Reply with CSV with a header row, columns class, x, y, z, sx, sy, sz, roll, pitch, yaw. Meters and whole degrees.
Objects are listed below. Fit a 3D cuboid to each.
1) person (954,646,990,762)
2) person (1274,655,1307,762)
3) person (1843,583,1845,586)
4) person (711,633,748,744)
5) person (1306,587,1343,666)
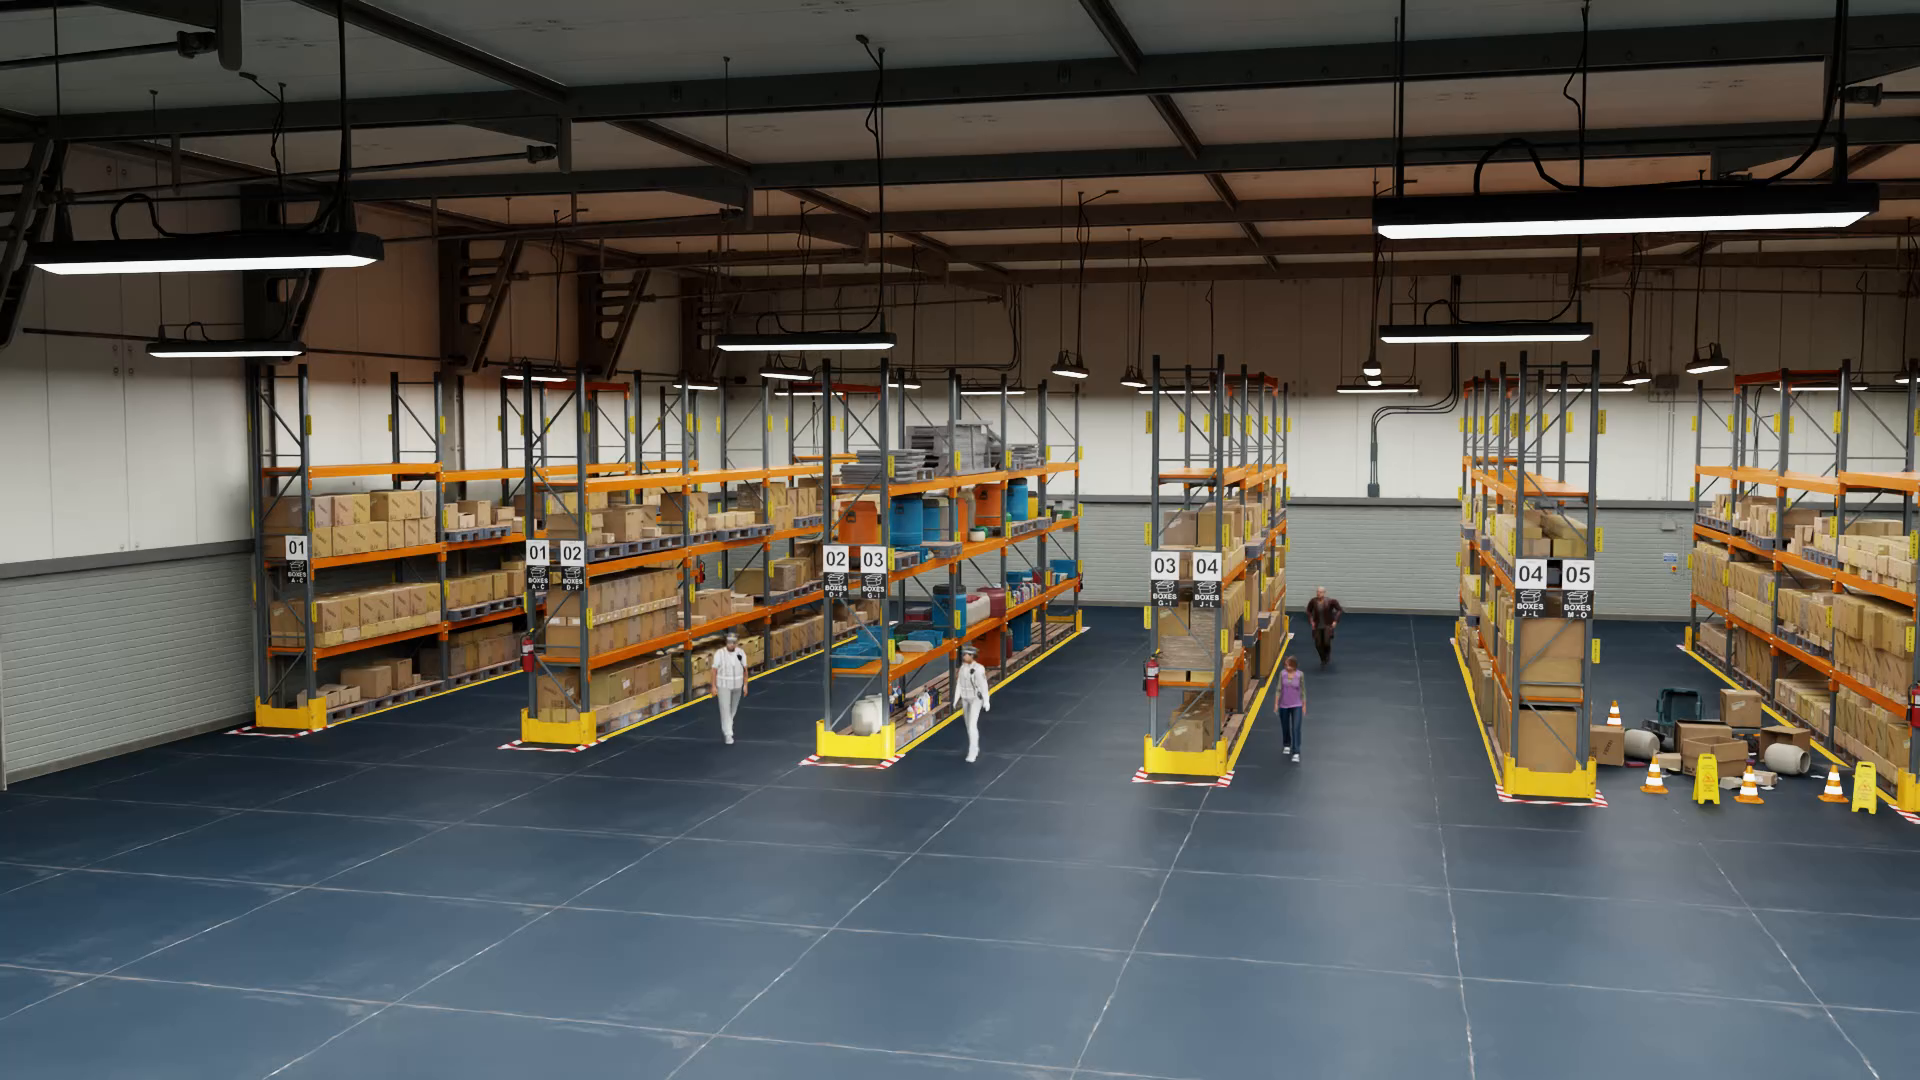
class,x,y,z,sx,sy,sz,roll,pitch,yaw
person,0.131,2.442,25.097,0.591,1.690,0.615,4,5,44
person,4.958,2.501,24.945,0.450,1.547,0.839,2,4,21
person,20.686,1.403,39.396,0.465,1.791,0.603,-1,4,-13
person,-3.623,2.311,26.303,0.568,1.701,0.982,-3,5,-33
person,7.562,1.791,34.502,0.752,1.685,0.640,2,4,21
